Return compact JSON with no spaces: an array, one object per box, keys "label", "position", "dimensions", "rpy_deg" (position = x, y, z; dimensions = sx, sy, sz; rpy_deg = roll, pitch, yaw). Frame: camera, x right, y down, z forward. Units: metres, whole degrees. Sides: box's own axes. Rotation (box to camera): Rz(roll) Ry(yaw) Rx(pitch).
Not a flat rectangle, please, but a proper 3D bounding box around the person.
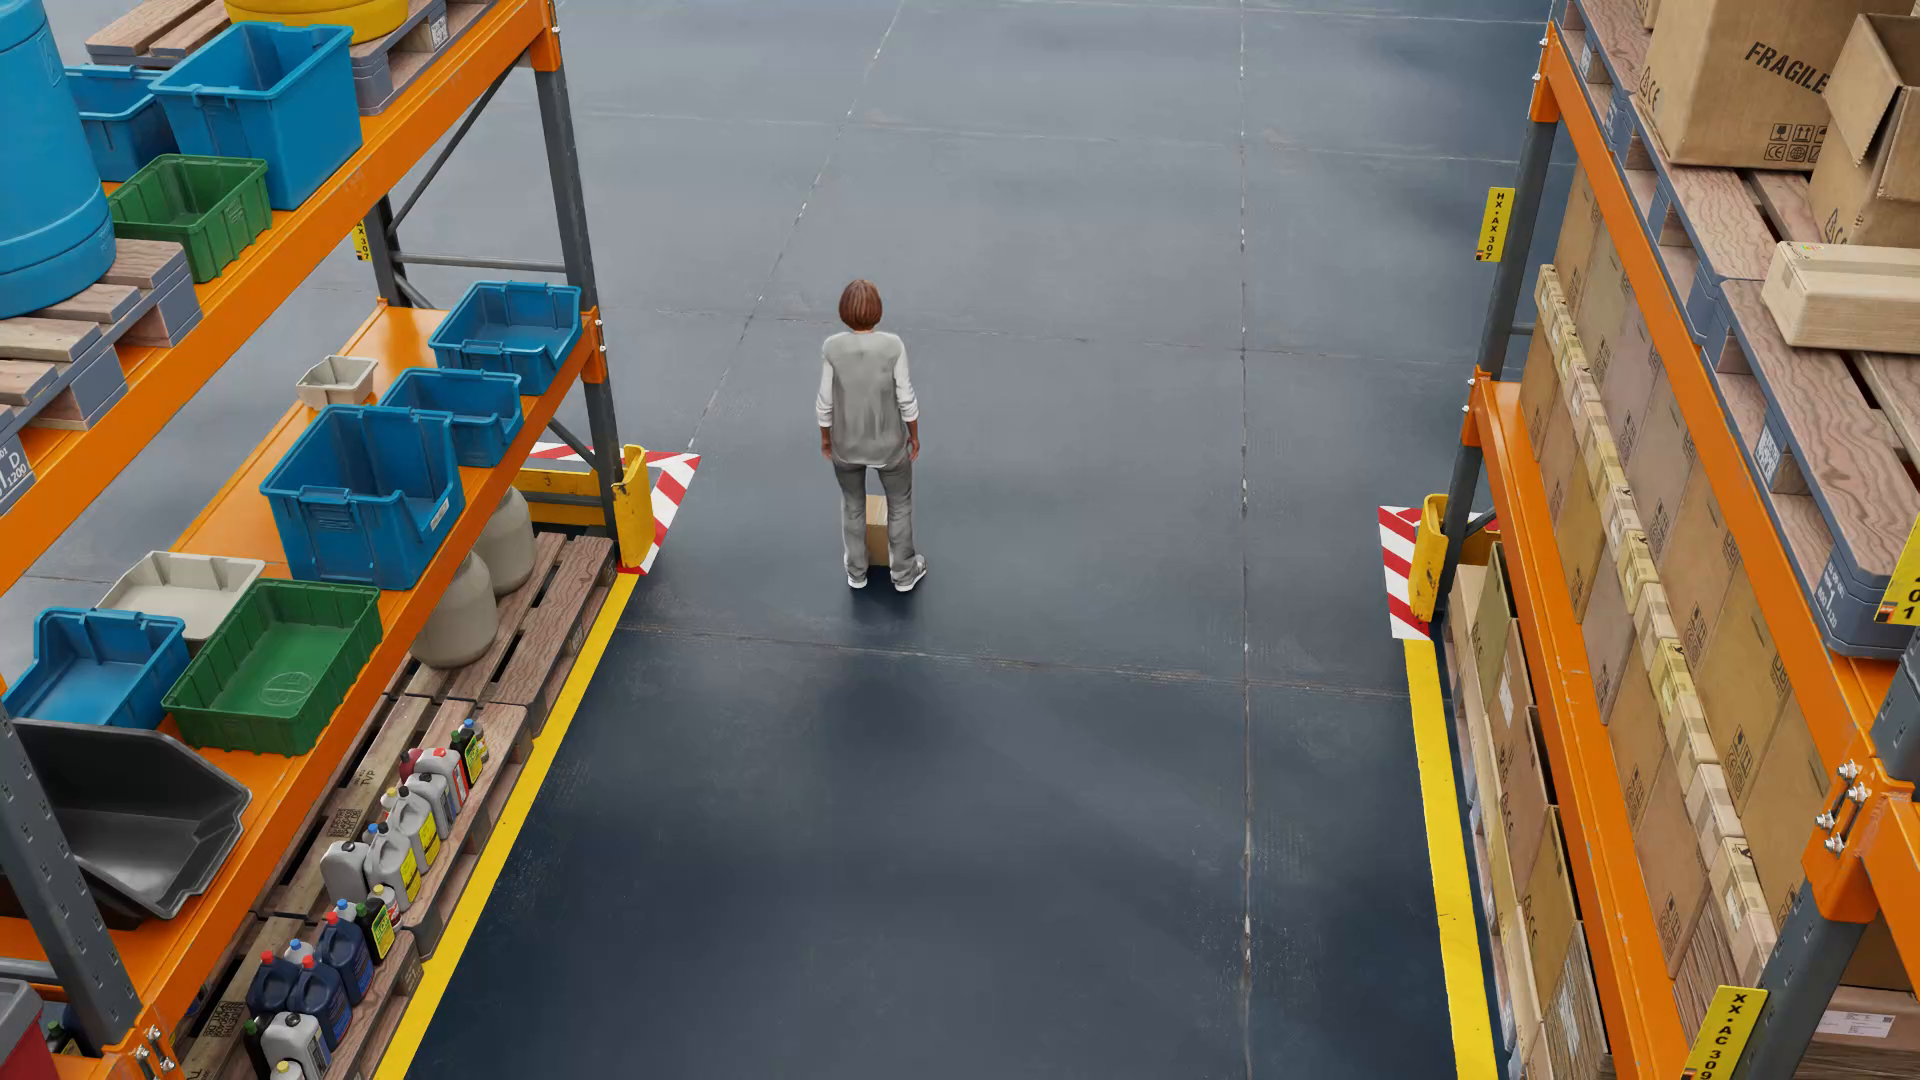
[{"label":"person","position":[-0.410,-0.444,7.645],"dimensions":[0.482,1.591,0.350],"rpy_deg":[2,37,3]}]
